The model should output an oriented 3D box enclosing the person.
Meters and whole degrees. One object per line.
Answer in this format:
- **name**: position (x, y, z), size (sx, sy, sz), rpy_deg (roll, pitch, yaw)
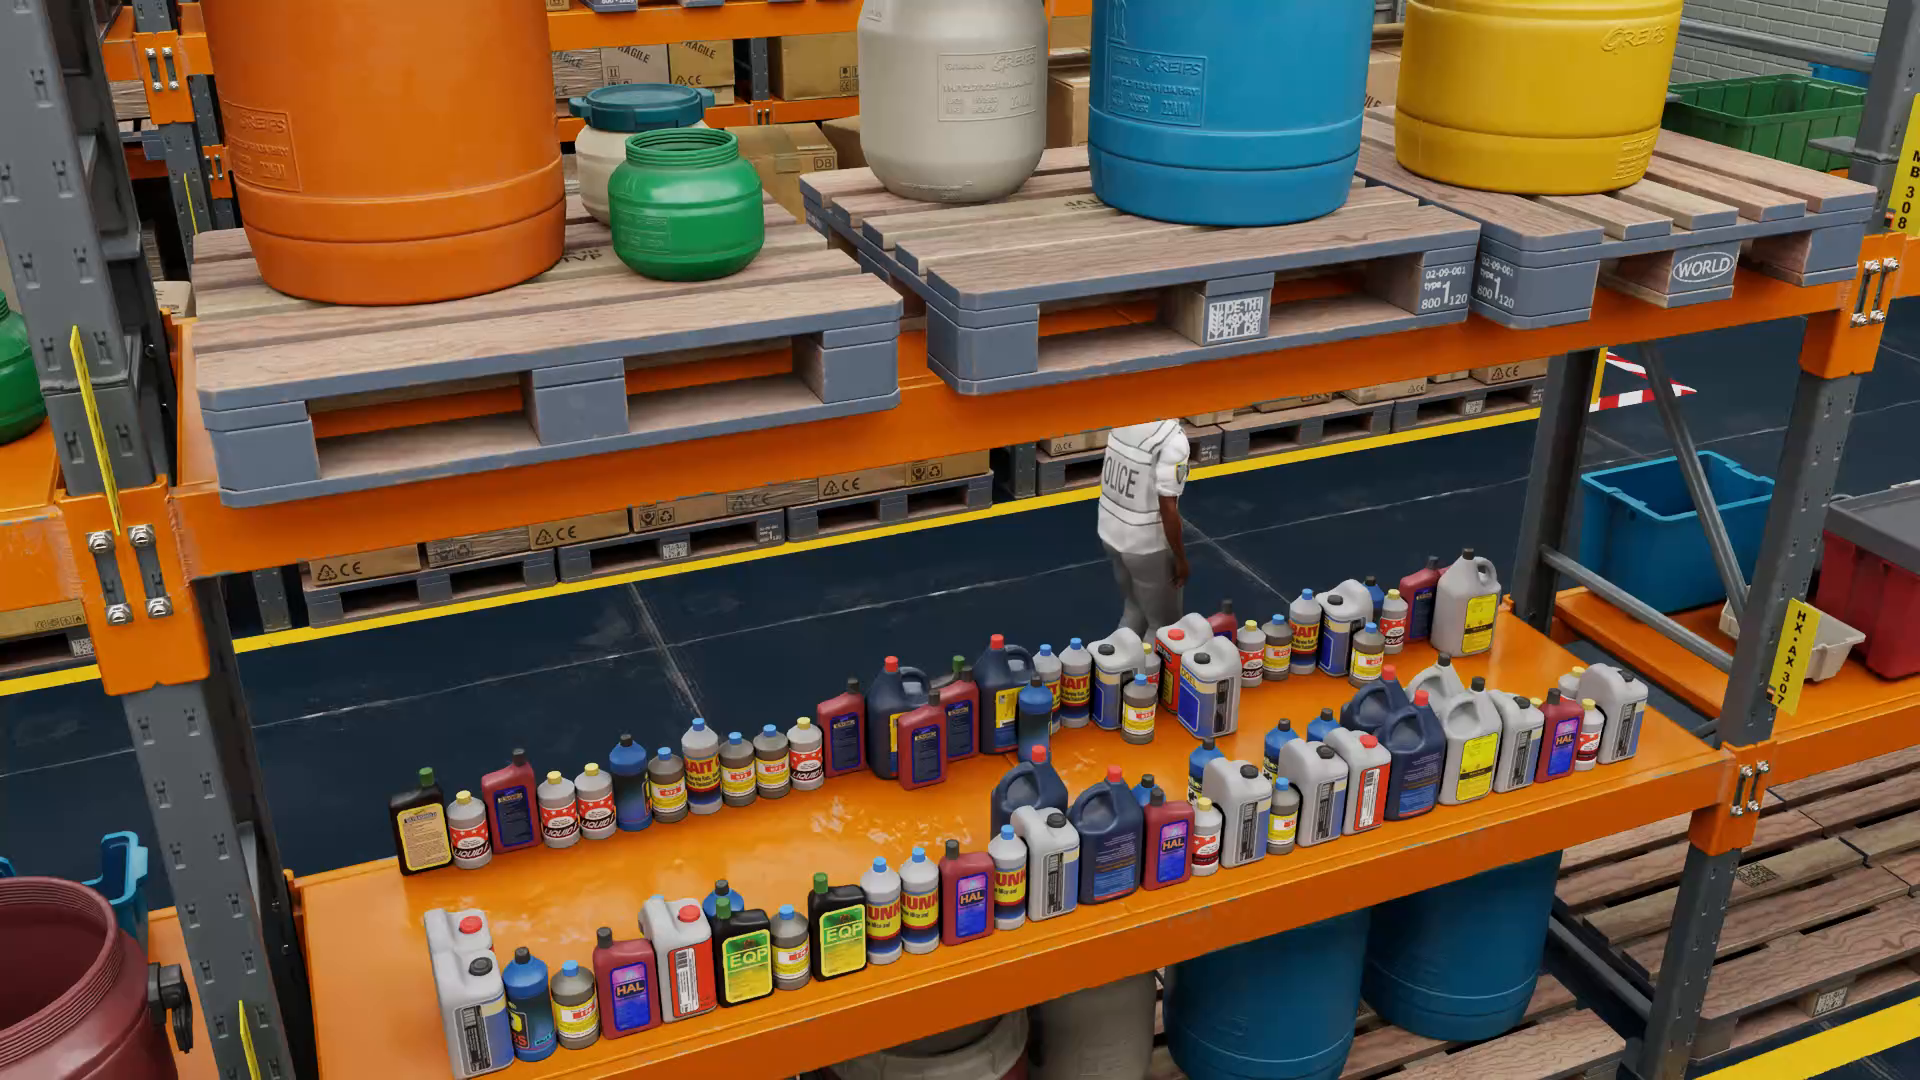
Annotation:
- **person**: position (0.823, 0.004, 7.103), size (0.428, 1.660, 0.530), rpy_deg (-12, 29, -24)
